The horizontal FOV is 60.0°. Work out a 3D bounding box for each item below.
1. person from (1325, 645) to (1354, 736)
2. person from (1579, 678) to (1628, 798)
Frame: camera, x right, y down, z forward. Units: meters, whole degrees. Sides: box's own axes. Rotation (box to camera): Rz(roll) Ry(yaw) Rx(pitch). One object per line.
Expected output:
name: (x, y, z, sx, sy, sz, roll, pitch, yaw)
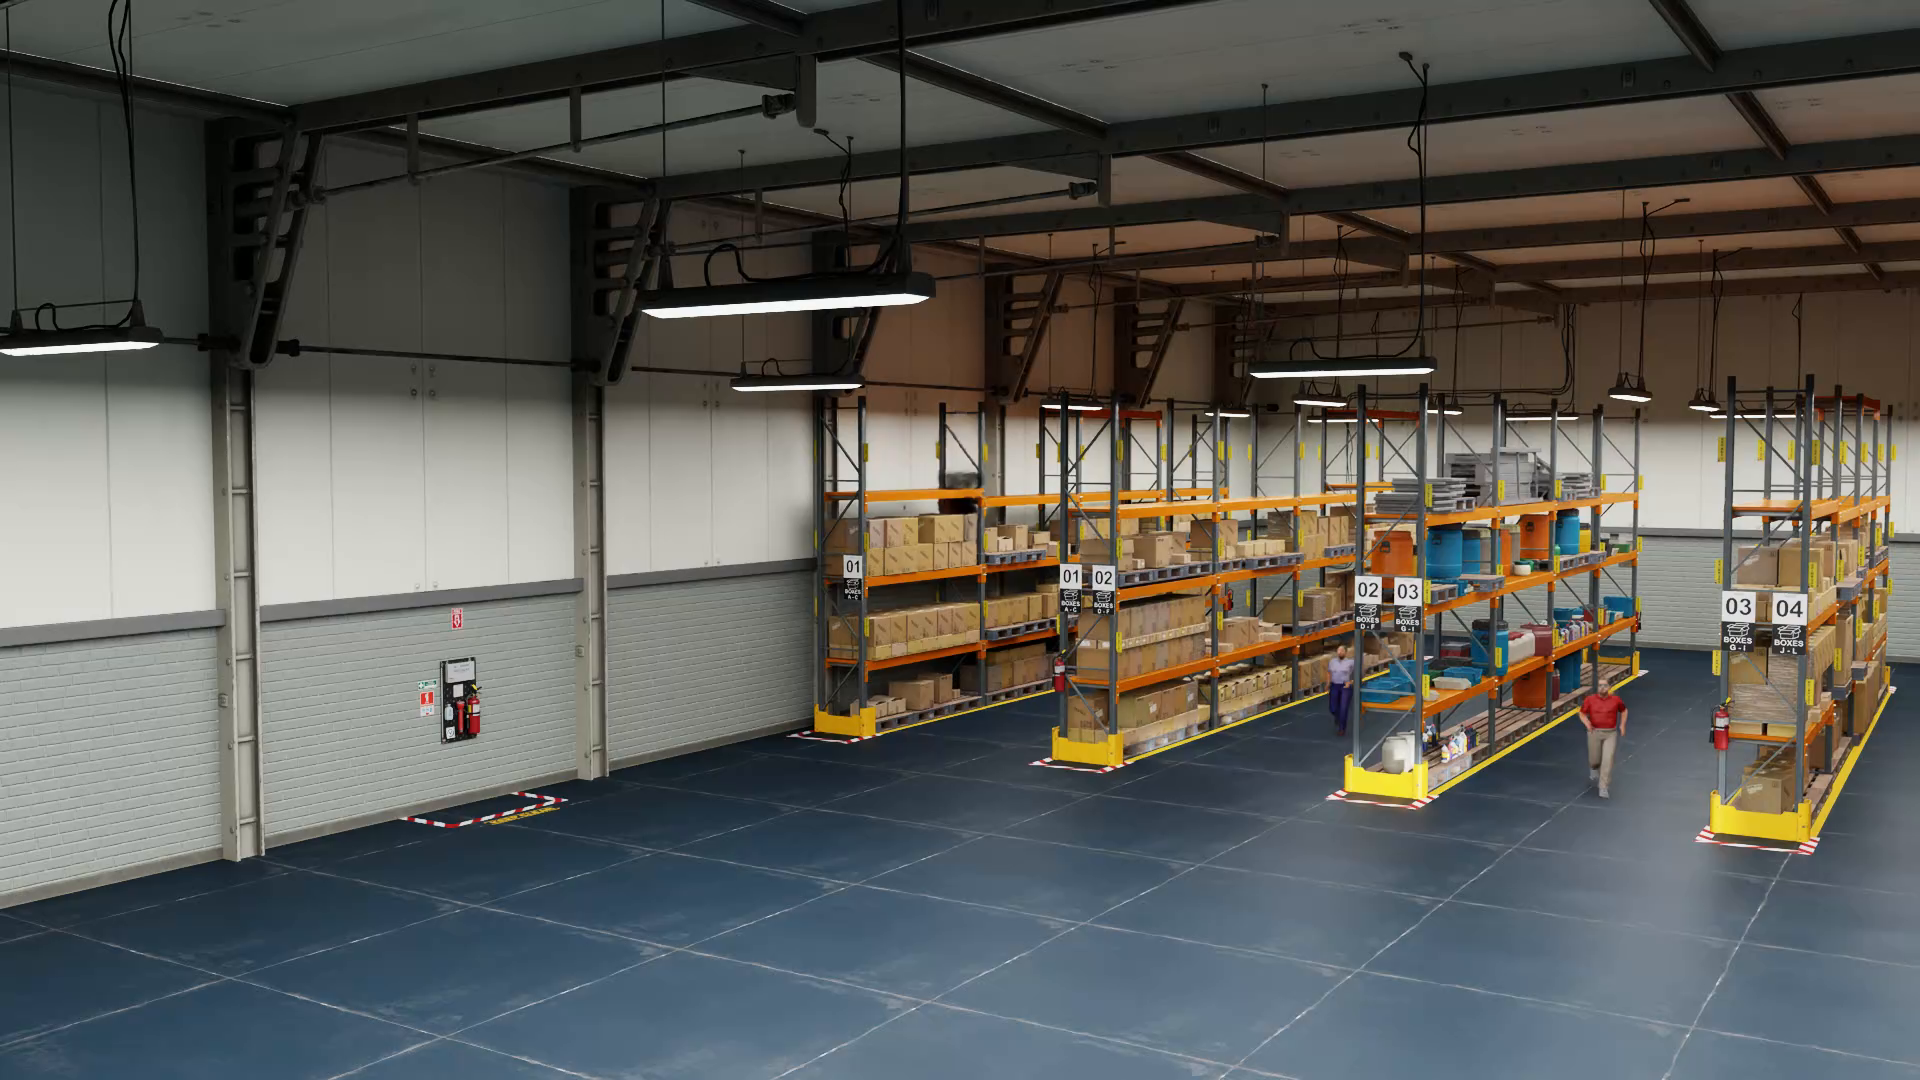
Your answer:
person: (6.786, 2.670, 29.558, 0.616, 1.593, 0.550, 1, 3, 27)
person: (9.451, 2.879, 24.417, 0.678, 1.689, 0.917, 1, 3, 20)
